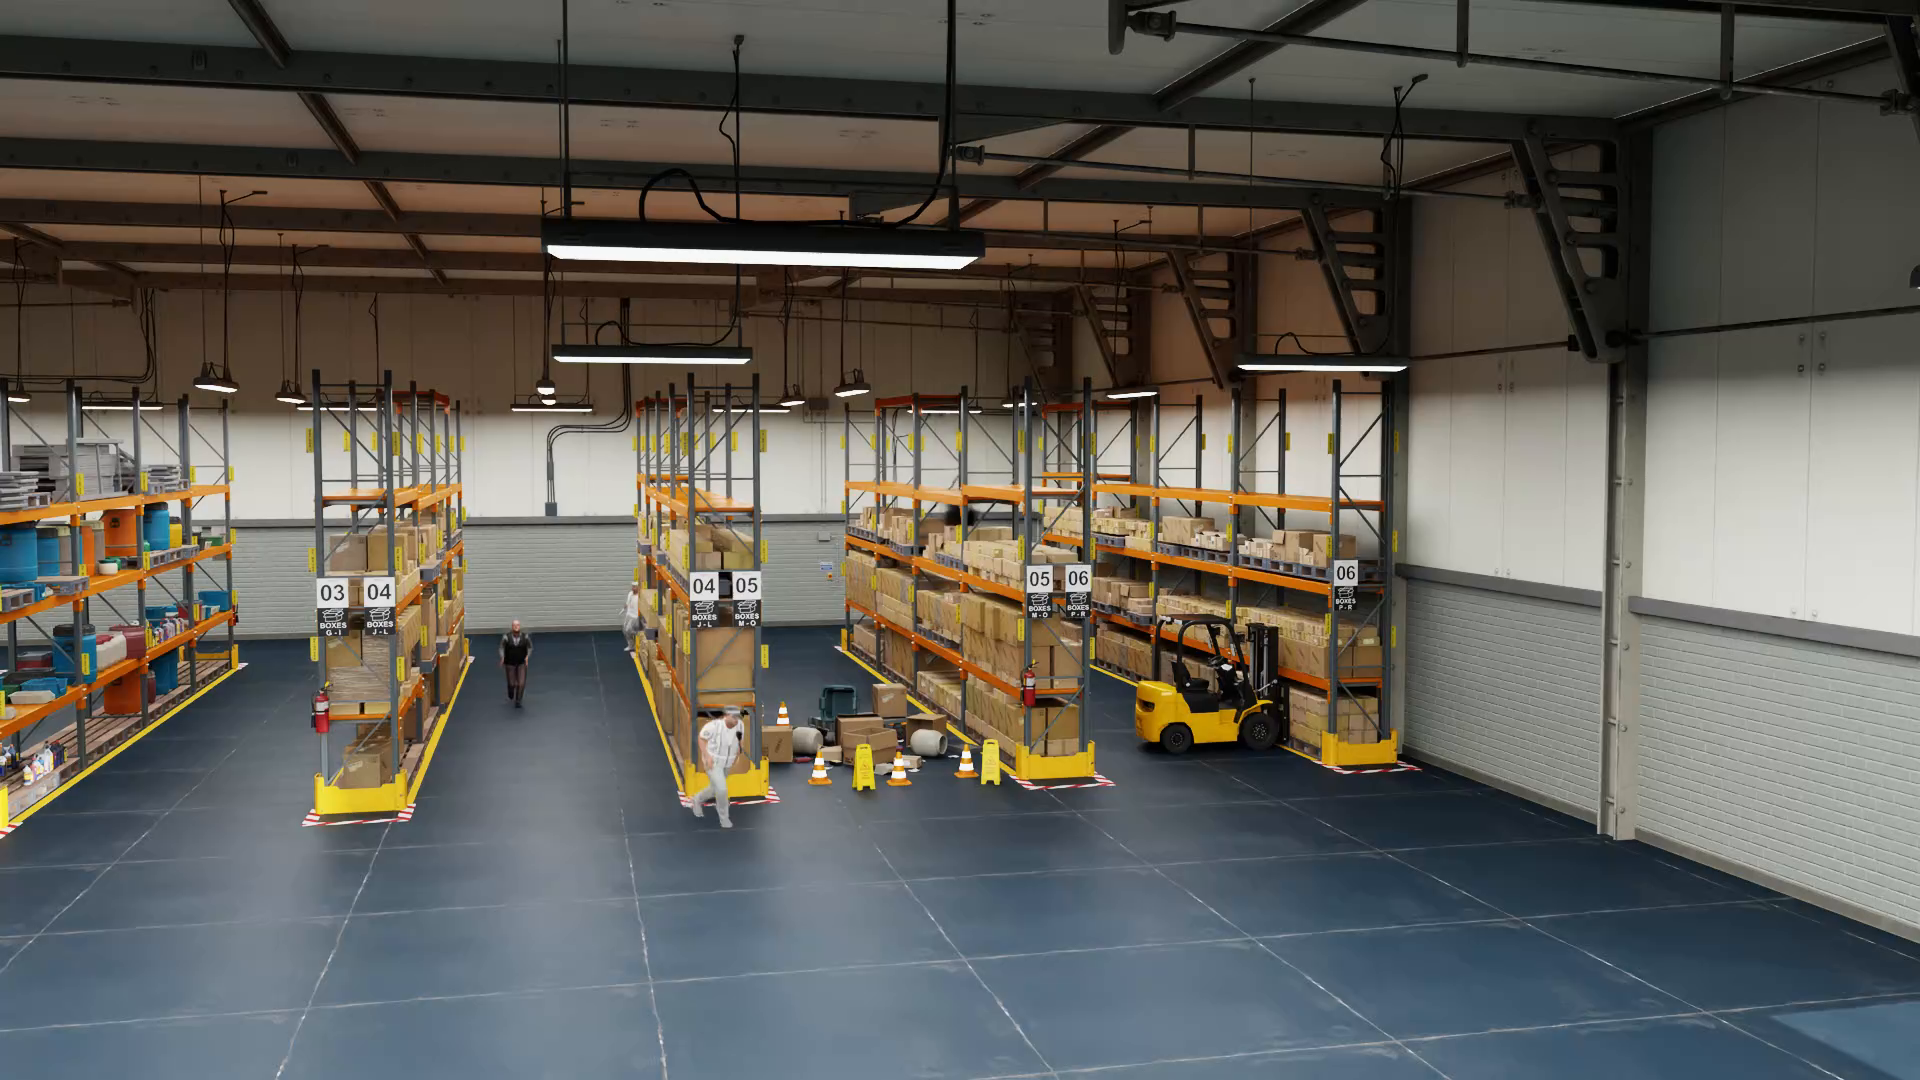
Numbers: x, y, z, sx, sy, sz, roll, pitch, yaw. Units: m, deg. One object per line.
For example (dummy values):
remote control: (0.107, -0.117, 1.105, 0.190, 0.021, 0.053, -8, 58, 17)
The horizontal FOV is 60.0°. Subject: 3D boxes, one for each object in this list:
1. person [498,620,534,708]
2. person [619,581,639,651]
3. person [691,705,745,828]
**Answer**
person: (-8.432, 2.351, 31.604, 0.648, 1.672, 0.616, -1, 3, -17)
person: (-7.861, 1.832, 40.142, 0.734, 1.723, 0.553, 3, 5, 43)
person: (-3.221, 2.957, 21.947, 0.657, 1.666, 1.030, -3, 4, -42)
